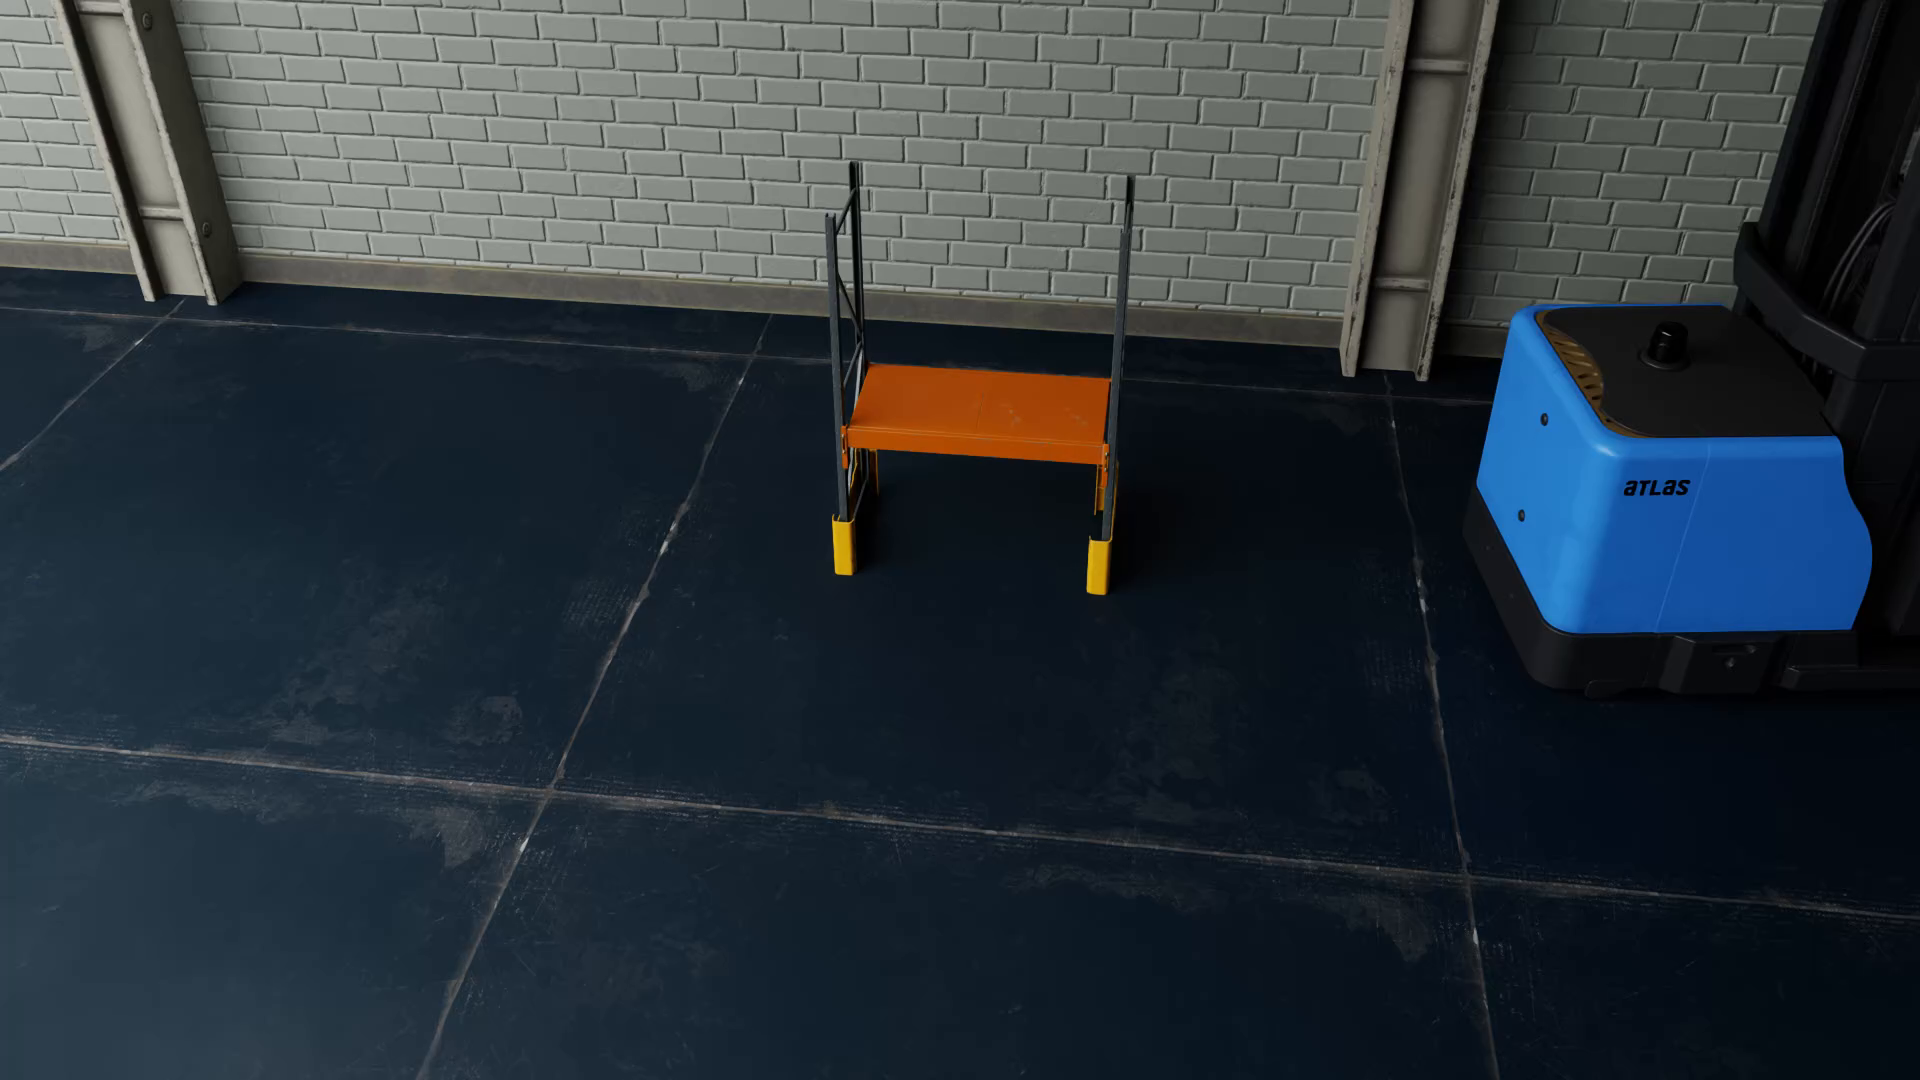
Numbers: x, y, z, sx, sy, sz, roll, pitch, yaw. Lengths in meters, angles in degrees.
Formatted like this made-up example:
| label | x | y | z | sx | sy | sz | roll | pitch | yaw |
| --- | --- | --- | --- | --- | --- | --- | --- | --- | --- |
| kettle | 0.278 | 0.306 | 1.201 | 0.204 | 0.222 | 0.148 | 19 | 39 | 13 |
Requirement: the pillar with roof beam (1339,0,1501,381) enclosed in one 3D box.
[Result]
| label | x | y | z | sx | sy | sz | roll | pitch | yaw |
| --- | --- | --- | --- | --- | --- | --- | --- | --- | --- |
| pillar with roof beam | 1.472 | -2.029 | 1.846 | 0.400 | 9.000 | 9.100 | 4 | 36 | 6 |

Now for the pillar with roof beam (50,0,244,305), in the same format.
| label | x | y | z | sx | sy | sz | roll | pitch | yaw |
| --- | --- | --- | --- | --- | --- | --- | --- | --- | --- |
| pillar with roof beam | -4.479 | -2.473 | 2.468 | 0.400 | 9.000 | 9.100 | 4 | 36 | 6 |

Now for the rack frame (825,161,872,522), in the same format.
| label | x | y | z | sx | sy | sz | roll | pitch | yaw |
| --- | --- | --- | --- | --- | --- | --- | --- | --- | --- |
| rack frame | -0.420 | -0.642 | 6.358 | 0.032 | 1.500 | 0.500 | 4 | 36 | 6 |

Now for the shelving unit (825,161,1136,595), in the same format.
| label | x | y | z | sx | sy | sz | roll | pitch | yaw |
| --- | --- | --- | --- | --- | --- | --- | --- | --- | --- |
| shelving unit | 0.076 | -0.605 | 6.306 | 1.083 | 1.500 | 0.587 | 4 | 36 | 6 |

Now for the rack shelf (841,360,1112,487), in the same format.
| label | x | y | z | sx | sy | sz | roll | pitch | yaw |
| --- | --- | --- | --- | --- | --- | --- | --- | --- | --- |
| rack shelf | 0.085 | -0.458 | 6.410 | 1.000 | 0.185 | 0.538 | 4 | 36 | 6 |

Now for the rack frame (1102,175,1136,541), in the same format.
| label | x | y | z | sx | sy | sz | roll | pitch | yaw |
| --- | --- | --- | --- | --- | --- | --- | --- | --- | --- |
| rack frame | 0.589 | -0.567 | 6.253 | 0.032 | 1.500 | 0.500 | 4 | 36 | 6 |

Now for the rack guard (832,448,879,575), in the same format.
| label | x | y | z | sx | sy | sz | roll | pitch | yaw |
| --- | --- | --- | --- | --- | --- | --- | --- | --- | --- |
| rack guard | -0.418 | -0.133 | 6.721 | 0.087 | 0.250 | 0.587 | 4 | 36 | 6 |

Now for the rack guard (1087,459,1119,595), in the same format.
| label | x | y | z | sx | sy | sz | roll | pitch | yaw |
| --- | --- | --- | --- | --- | --- | --- | --- | --- | --- |
| rack guard | 0.570 | -0.059 | 6.618 | 0.087 | 0.250 | 0.587 | 4 | 36 | 6 |

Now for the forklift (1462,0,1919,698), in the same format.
| label | x | y | z | sx | sy | sz | roll | pitch | yaw |
| --- | --- | --- | --- | --- | --- | --- | --- | --- | --- |
| forklift | 3.536 | -0.932 | 5.533 | 3.031 | 2.935 | 1.130 | -1 | 36 | -1 |
